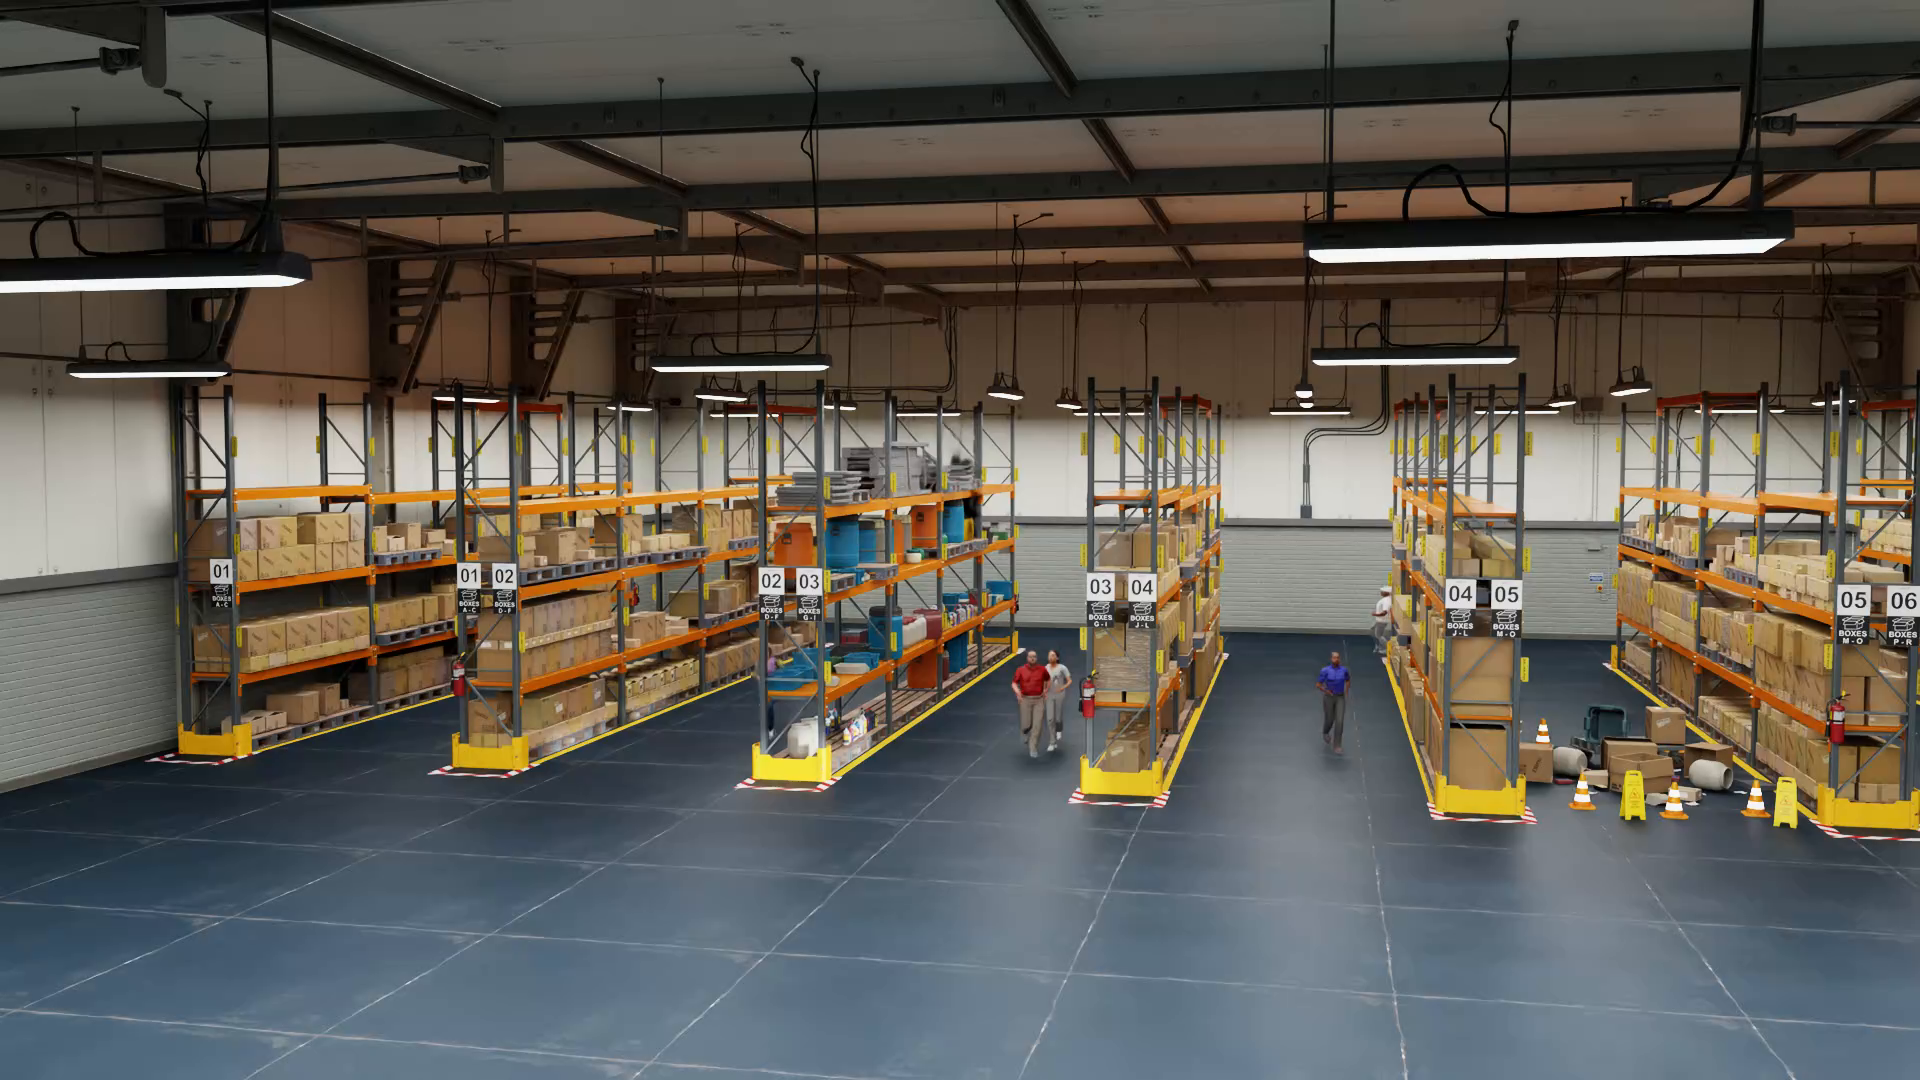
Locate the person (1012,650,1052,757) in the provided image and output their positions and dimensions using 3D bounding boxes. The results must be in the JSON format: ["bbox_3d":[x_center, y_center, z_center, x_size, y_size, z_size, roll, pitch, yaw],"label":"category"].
[{"bbox_3d":[1.180,2.647,27.131,0.663,1.701,0.752,0,3,-3],"label":"person"}]

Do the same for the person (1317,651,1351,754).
[{"bbox_3d":[6.156,2.639,27.326,0.590,1.633,0.847,0,3,1],"label":"person"}]

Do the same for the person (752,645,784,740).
[{"bbox_3d":[-3.309,2.609,28.581,0.513,1.634,0.702,1,3,9],"label":"person"}]

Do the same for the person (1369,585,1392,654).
[{"bbox_3d":[10.095,1.931,39.916,0.578,1.706,0.802,1,3,20],"label":"person"}]

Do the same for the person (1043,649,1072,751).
[{"bbox_3d":[1.588,2.638,27.655,0.564,1.662,0.765,1,3,18],"label":"person"}]
